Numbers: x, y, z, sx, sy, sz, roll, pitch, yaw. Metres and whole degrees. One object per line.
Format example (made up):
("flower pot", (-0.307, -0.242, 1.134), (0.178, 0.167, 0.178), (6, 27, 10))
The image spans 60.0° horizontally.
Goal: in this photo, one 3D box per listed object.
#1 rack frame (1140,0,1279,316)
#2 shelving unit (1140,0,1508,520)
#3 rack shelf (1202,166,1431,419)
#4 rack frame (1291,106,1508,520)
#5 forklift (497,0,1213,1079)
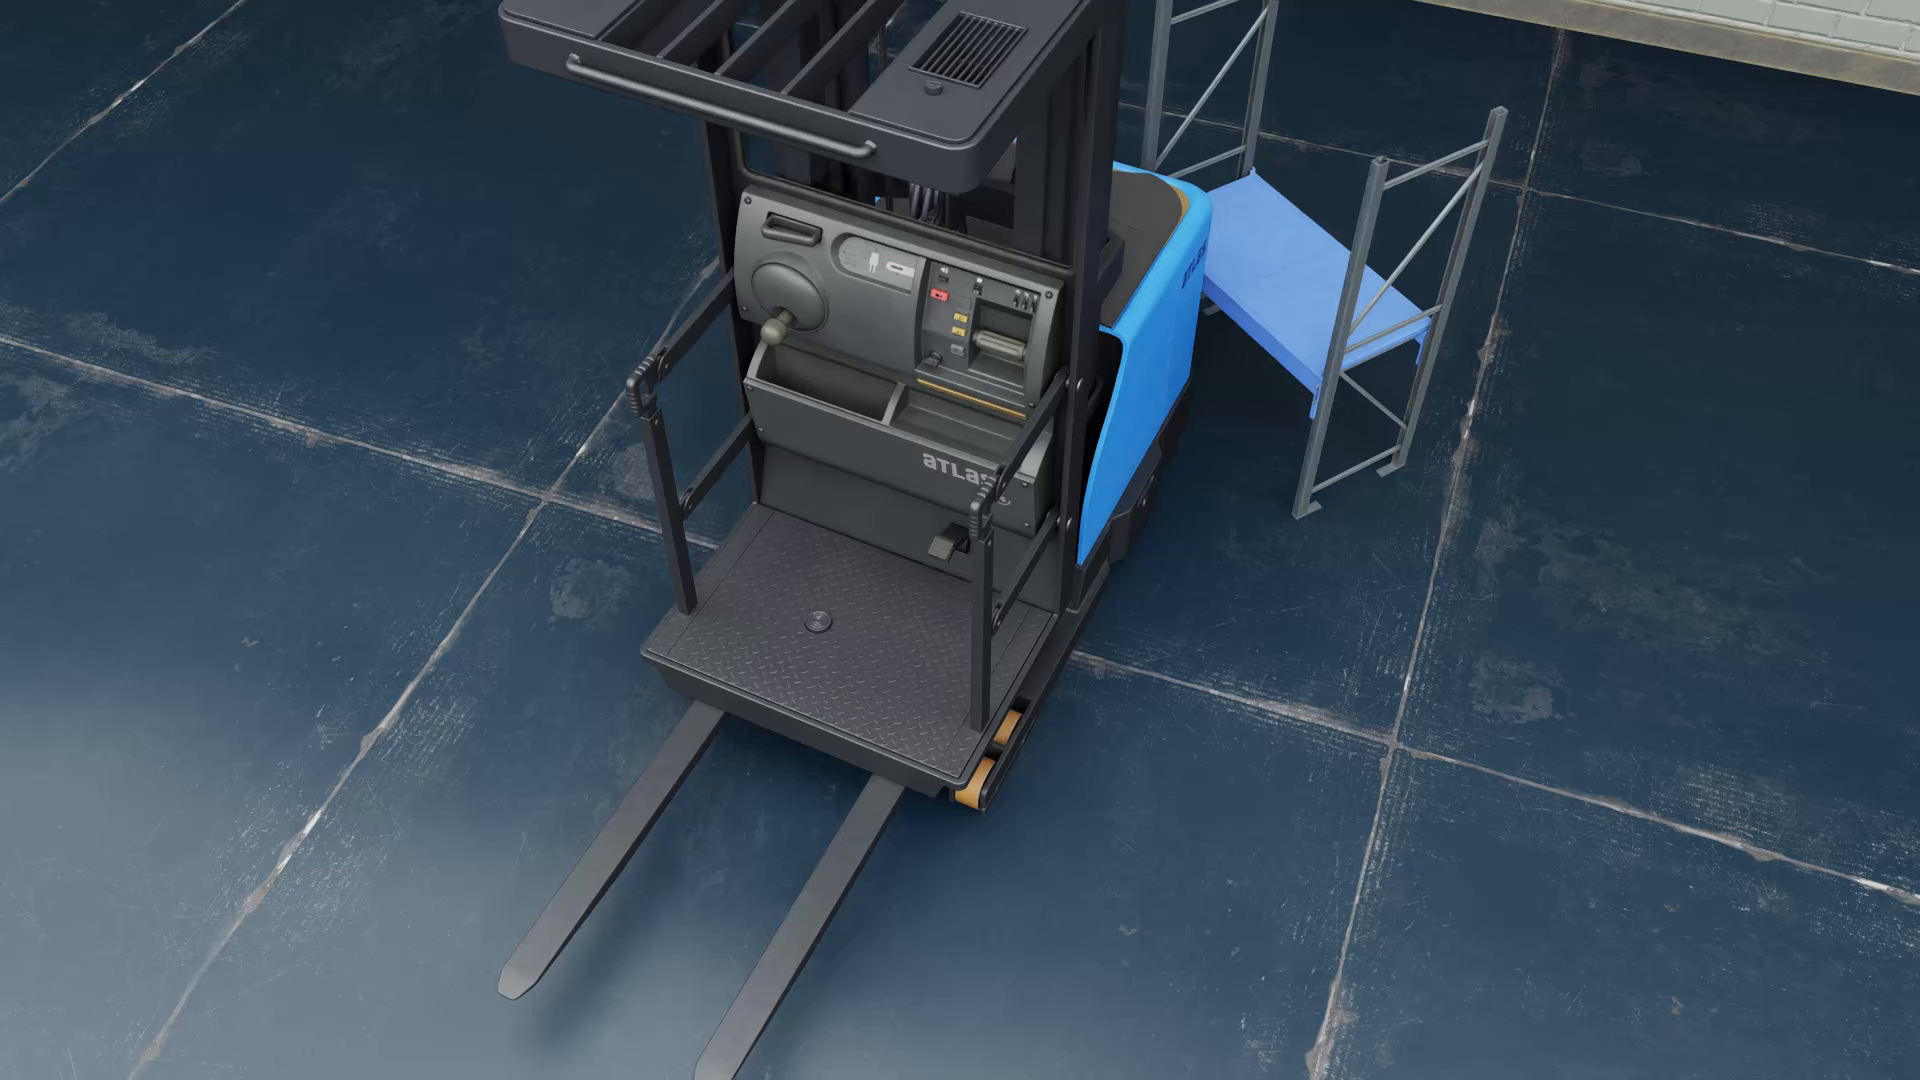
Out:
("rack frame", (0.844, -1.322, 5.904), (0.500, 1.500, 0.032), (-25, 54, -20))
("shelving unit", (1.112, -0.996, 5.621), (0.538, 1.500, 1.048), (-25, 54, -20))
("rack shelf", (1.112, -0.878, 5.757), (0.538, 0.185, 1.000), (-25, 54, -20))
("rack frame", (1.381, -0.670, 5.338), (0.500, 1.500, 0.032), (-25, 54, -20))
("forklift", (-0.273, -0.534, 4.274), (1.130, 2.935, 3.031), (20, 52, 17))
